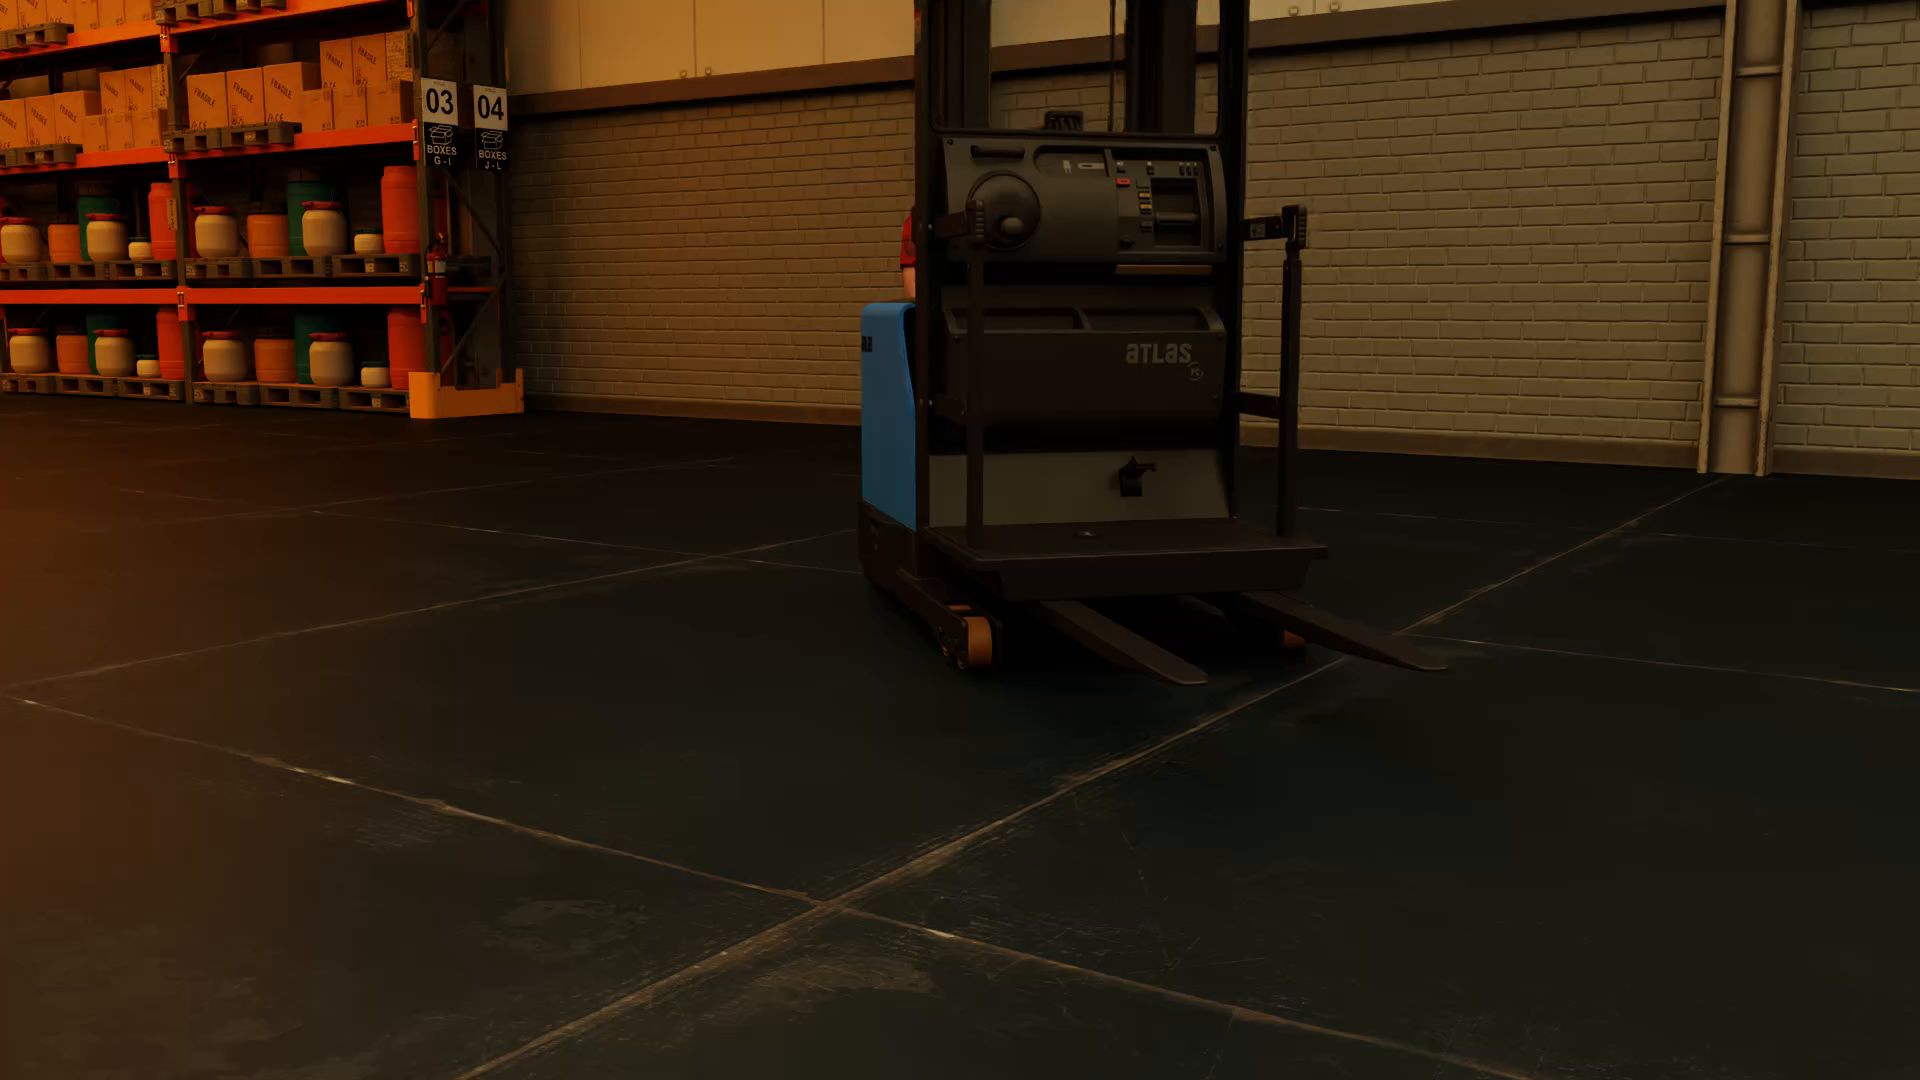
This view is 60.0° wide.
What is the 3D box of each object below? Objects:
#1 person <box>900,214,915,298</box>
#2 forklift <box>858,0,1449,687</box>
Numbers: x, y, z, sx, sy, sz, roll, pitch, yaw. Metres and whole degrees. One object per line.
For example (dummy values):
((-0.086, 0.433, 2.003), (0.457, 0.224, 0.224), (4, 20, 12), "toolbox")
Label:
((0.068, -0.855, 7.422), (0.550, 1.728, 0.641), (5, 10, 34), "person")
((0.457, -1.125, 5.101), (1.130, 2.935, 3.031), (-2, 8, -14), "forklift")
